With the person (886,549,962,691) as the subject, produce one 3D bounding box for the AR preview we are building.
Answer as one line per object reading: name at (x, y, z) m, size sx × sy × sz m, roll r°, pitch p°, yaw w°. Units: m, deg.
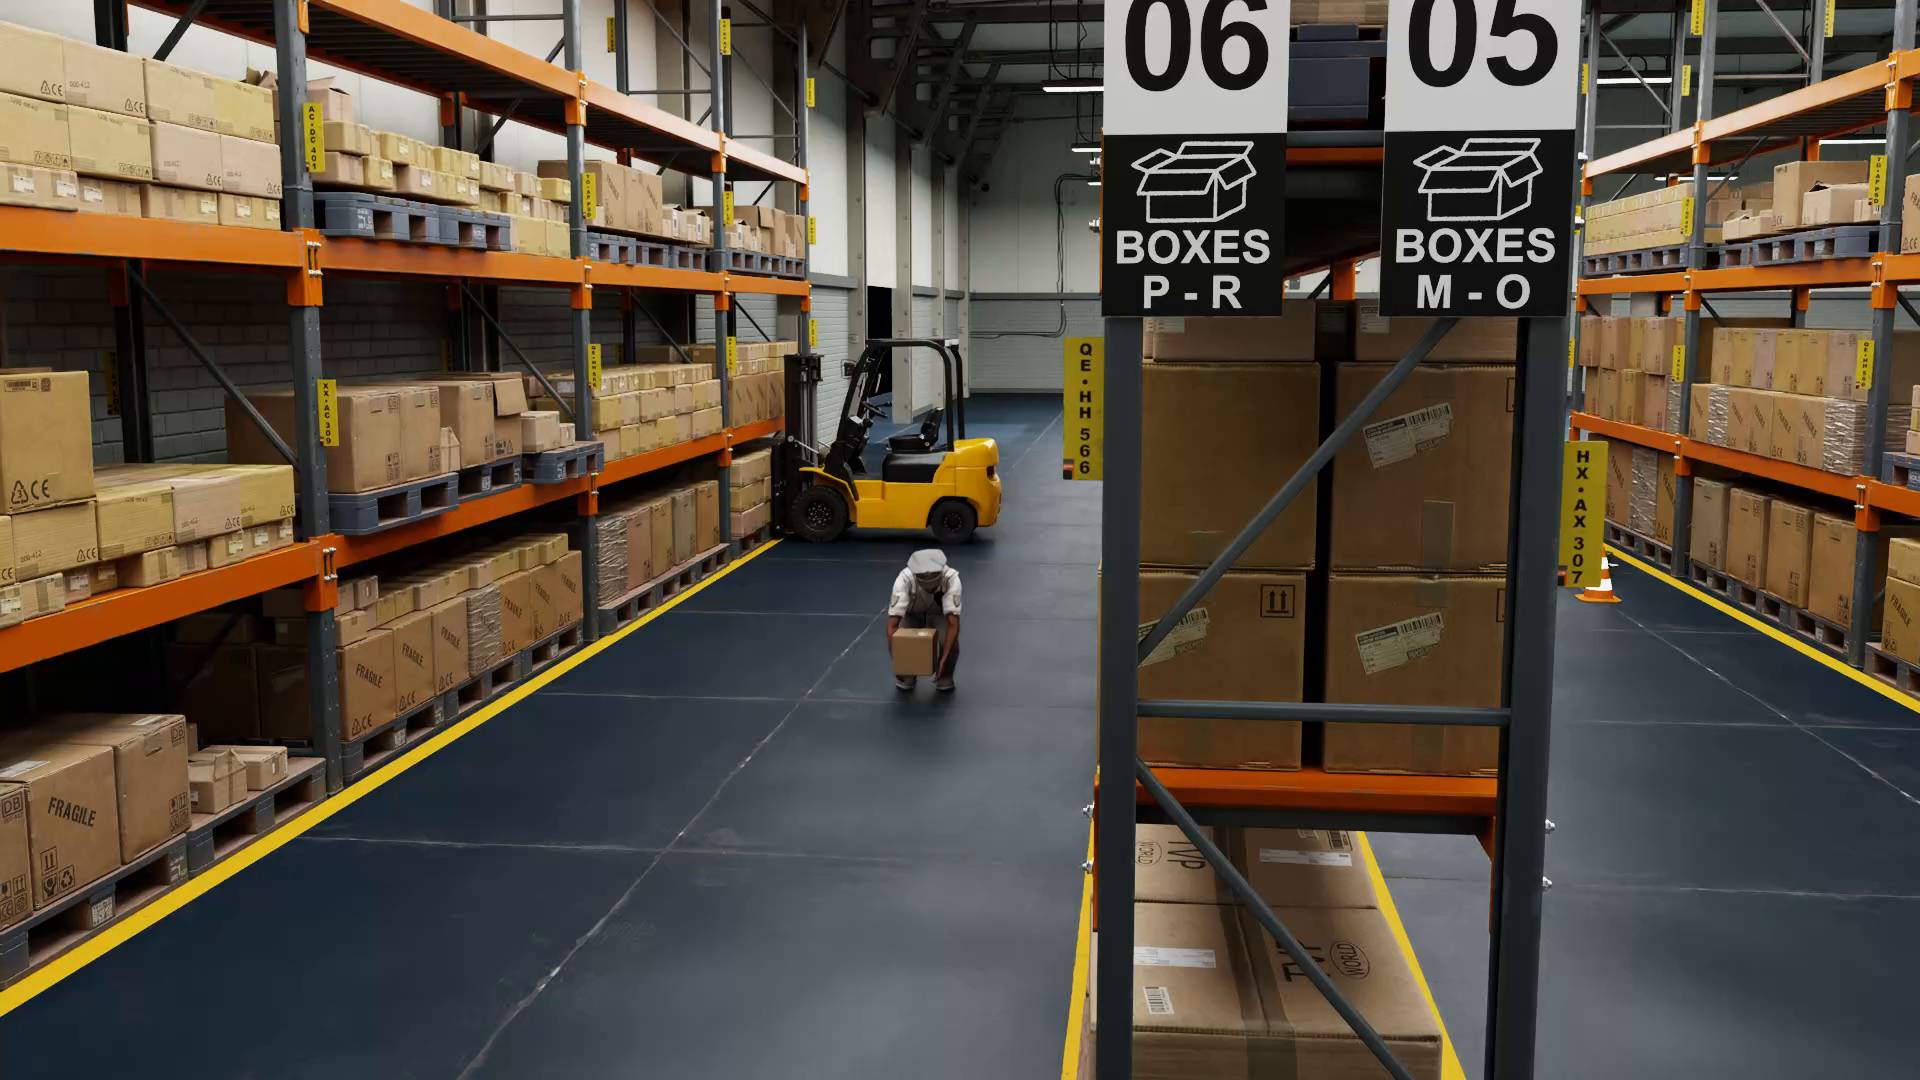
person at (-0.217, 0.505, 10.718) m, size 0.485 × 0.961 × 0.837 m, roll 1°, pitch 8°, yaw 6°
